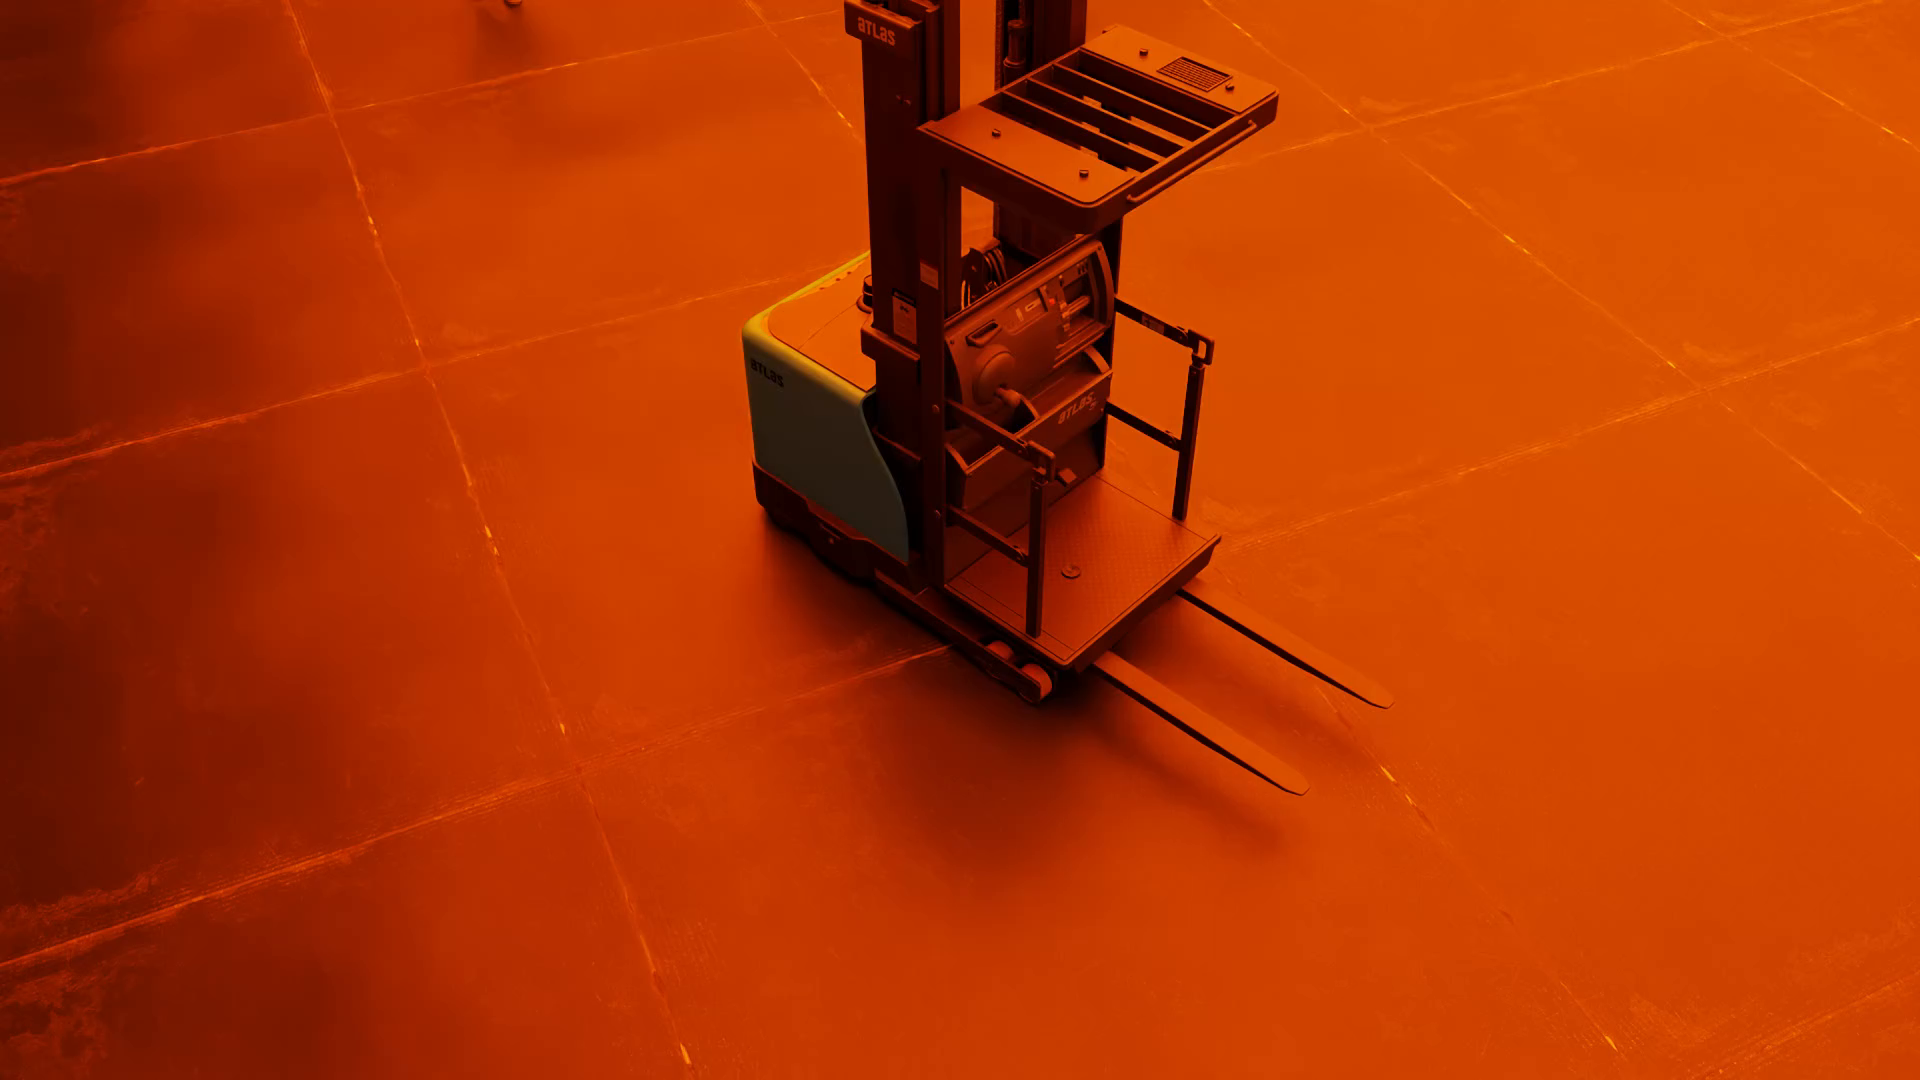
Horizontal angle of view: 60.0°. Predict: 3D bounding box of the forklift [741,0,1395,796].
[{"bbox_3d":[0.445,-0.788,6.525,3.031,2.935,1.130,32,52,30],"label":"forklift"}]
